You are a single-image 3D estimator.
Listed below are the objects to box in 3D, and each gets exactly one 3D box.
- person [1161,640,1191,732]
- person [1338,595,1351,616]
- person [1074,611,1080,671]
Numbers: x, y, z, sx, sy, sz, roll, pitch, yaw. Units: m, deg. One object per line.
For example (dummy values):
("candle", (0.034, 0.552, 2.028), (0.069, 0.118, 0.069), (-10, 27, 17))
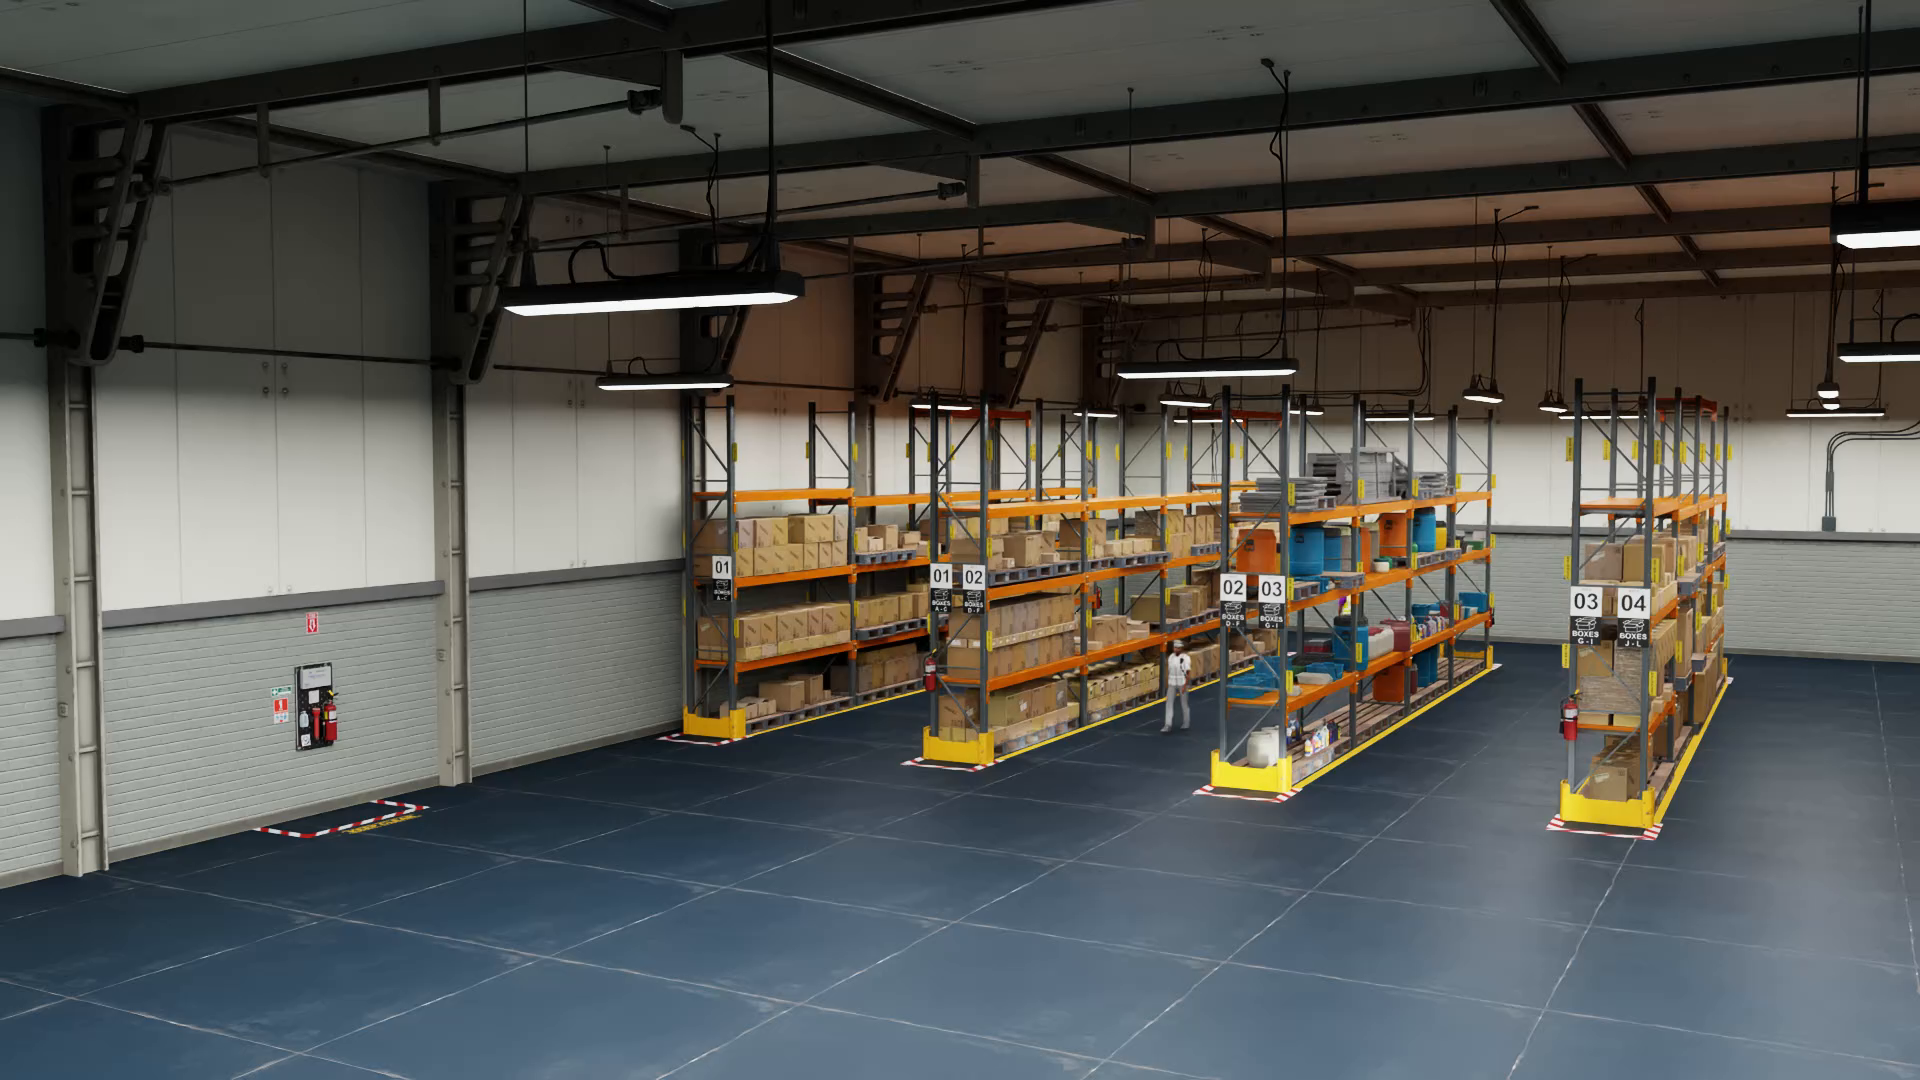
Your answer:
("person", (3.895, 2.598, 29.720), (0.458, 1.640, 0.932), (1, 3, 24))
("person", (10.141, 1.914, 42.995), (0.563, 1.658, 1.076), (-1, 3, -25))
("person", (2.330, 2.048, 36.705), (0.612, 1.761, 0.631), (2, 4, 37))
